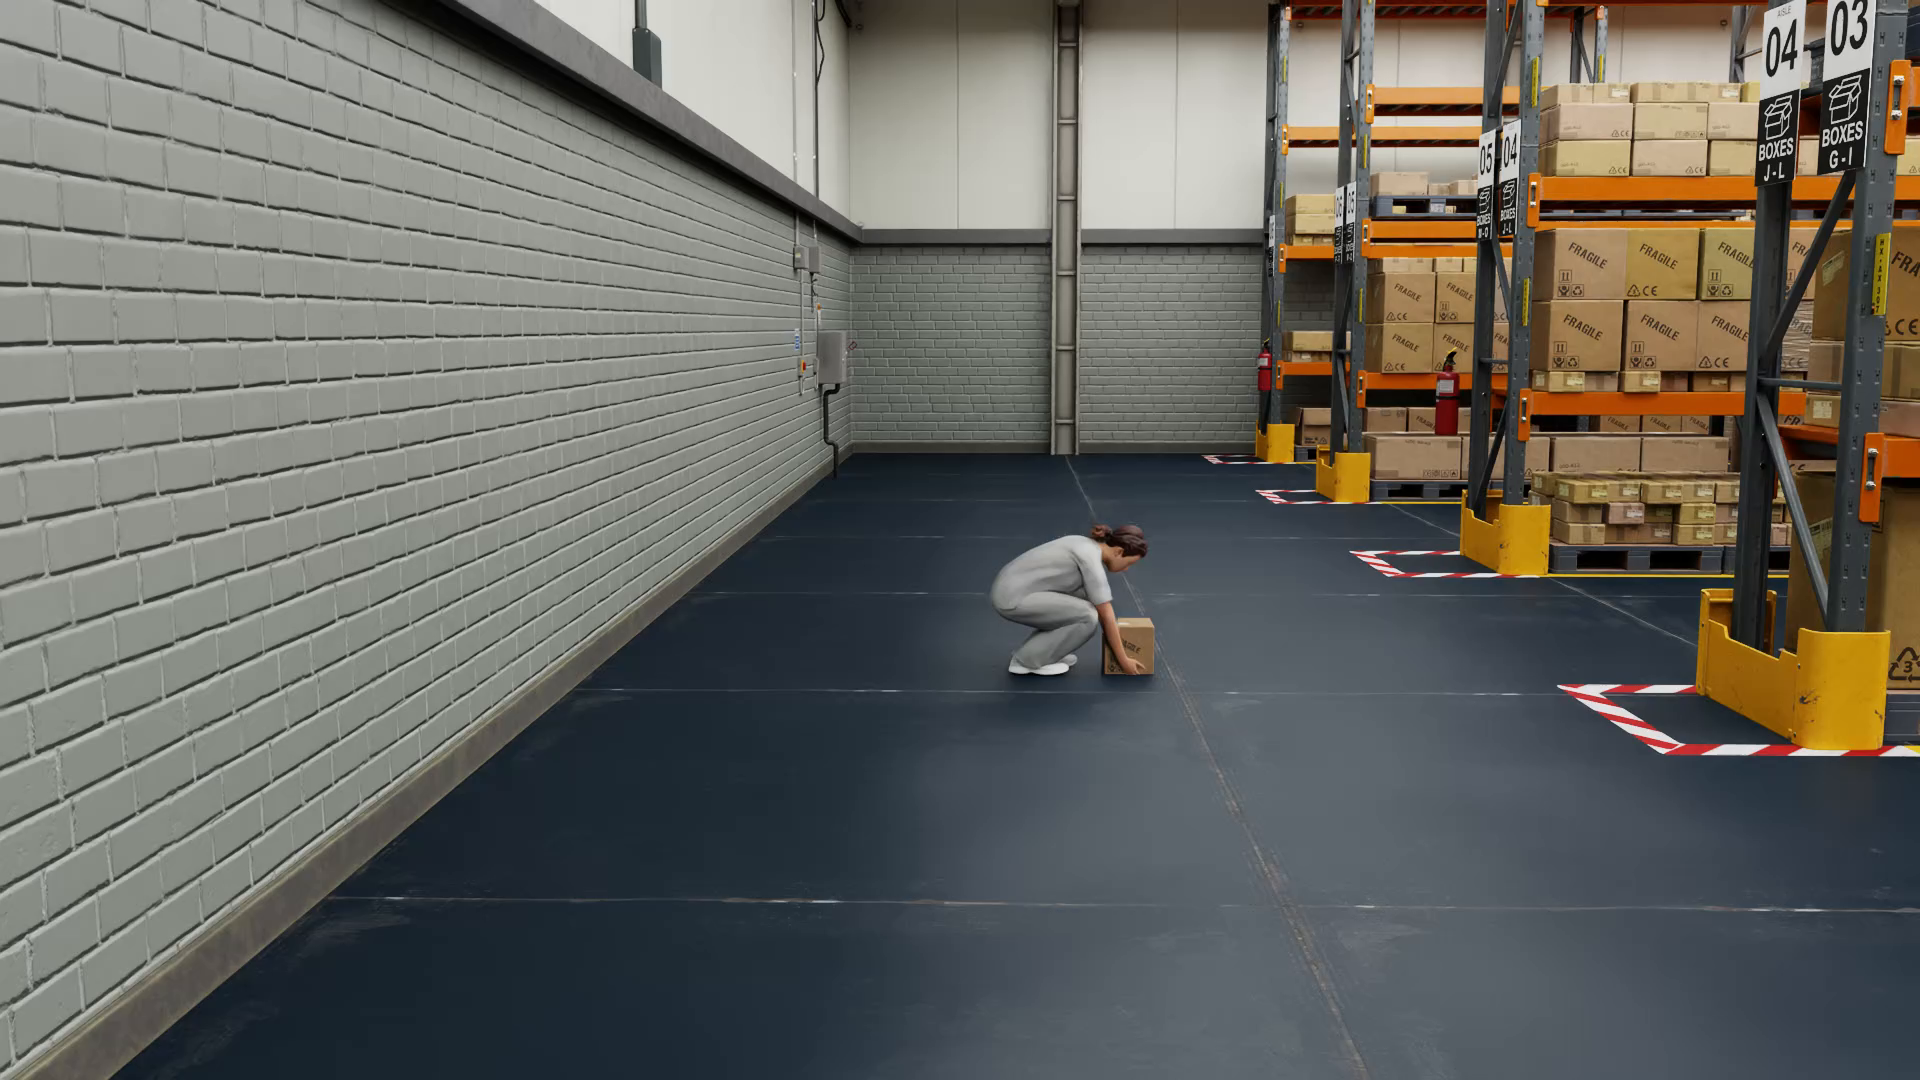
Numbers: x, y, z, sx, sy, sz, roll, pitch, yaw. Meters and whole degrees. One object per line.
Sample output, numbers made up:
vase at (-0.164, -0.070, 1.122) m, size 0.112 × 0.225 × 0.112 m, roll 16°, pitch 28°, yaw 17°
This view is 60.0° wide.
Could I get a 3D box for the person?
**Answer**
person at (0.558, 0.319, 8.574) m, size 0.819 × 0.812 × 0.470 m, roll 0°, pitch 7°, yaw 1°
